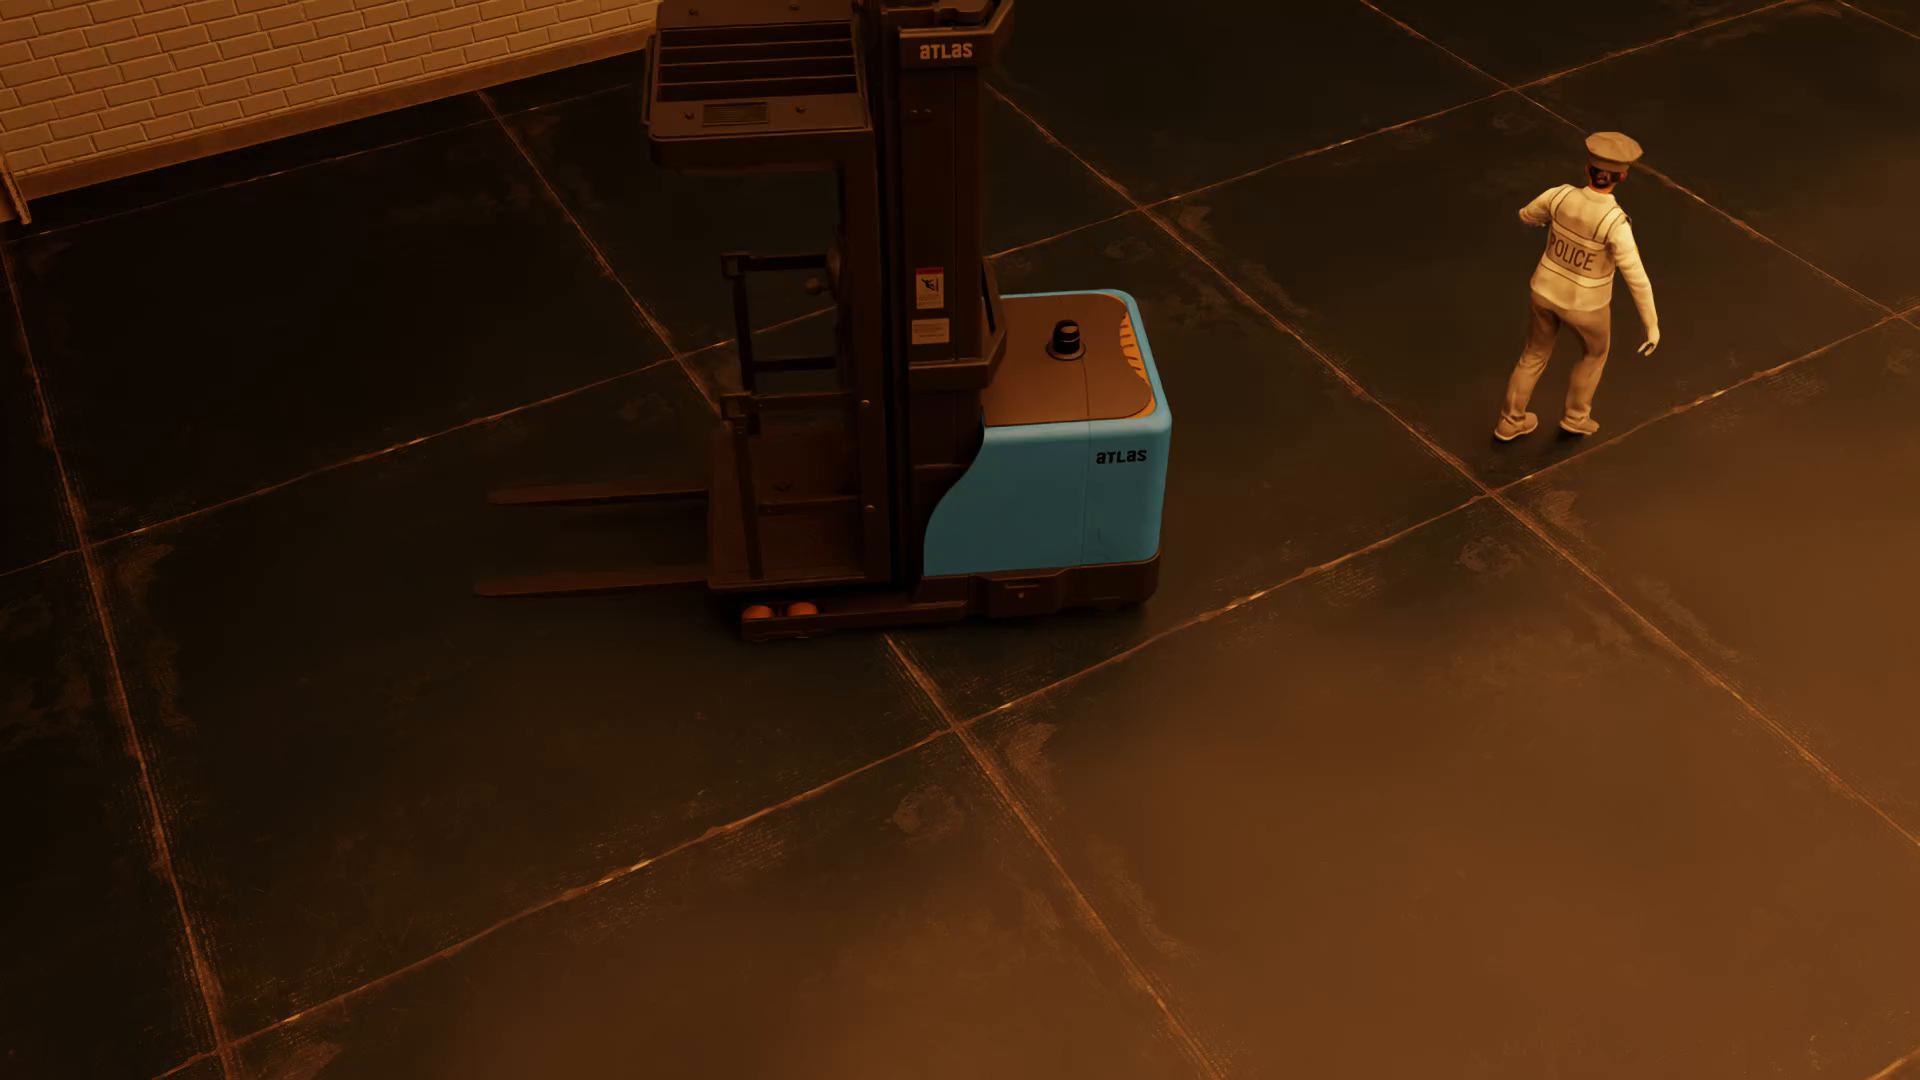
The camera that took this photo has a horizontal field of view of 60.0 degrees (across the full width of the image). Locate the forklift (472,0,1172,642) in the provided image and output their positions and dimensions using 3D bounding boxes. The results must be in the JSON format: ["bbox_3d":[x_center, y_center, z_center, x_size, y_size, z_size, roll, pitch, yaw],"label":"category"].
[{"bbox_3d":[-0.660,-1.003,6.779,3.031,2.935,1.130,-4,43,-4],"label":"forklift"}]

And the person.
[{"bbox_3d":[2.965,-1.158,7.936,0.546,1.696,0.900,-29,50,-27],"label":"person"}]
